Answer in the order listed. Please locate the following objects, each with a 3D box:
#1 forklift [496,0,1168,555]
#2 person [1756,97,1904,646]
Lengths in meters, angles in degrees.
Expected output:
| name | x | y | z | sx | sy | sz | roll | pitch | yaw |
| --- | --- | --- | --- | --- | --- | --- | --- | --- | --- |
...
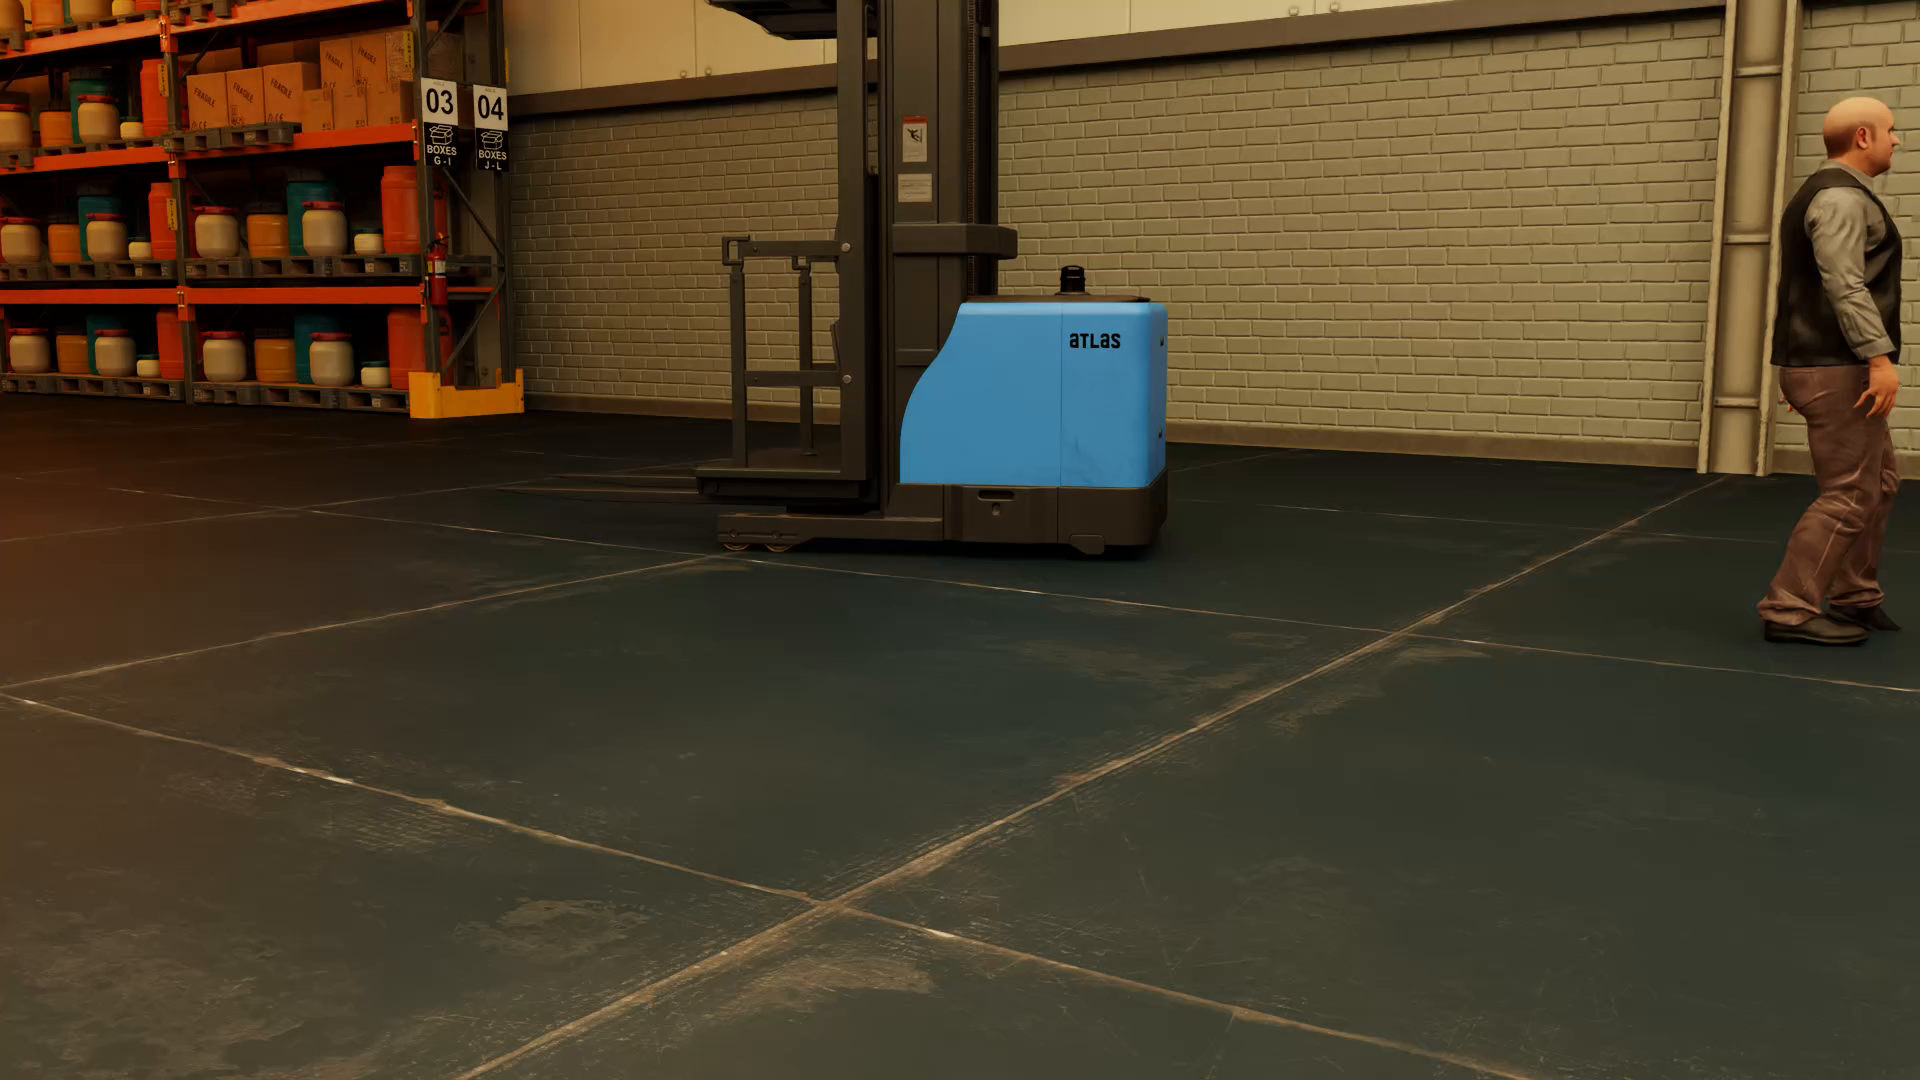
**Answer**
| name | x | y | z | sx | sy | sz | roll | pitch | yaw |
| --- | --- | --- | --- | --- | --- | --- | --- | --- | --- |
| forklift | -0.596 | -1.469 | 7.520 | 3.031 | 2.935 | 1.130 | 2 | 8 | 12 |
| person | 2.846 | -0.499 | 5.261 | 0.535 | 1.763 | 0.621 | 2 | 8 | 16 |
